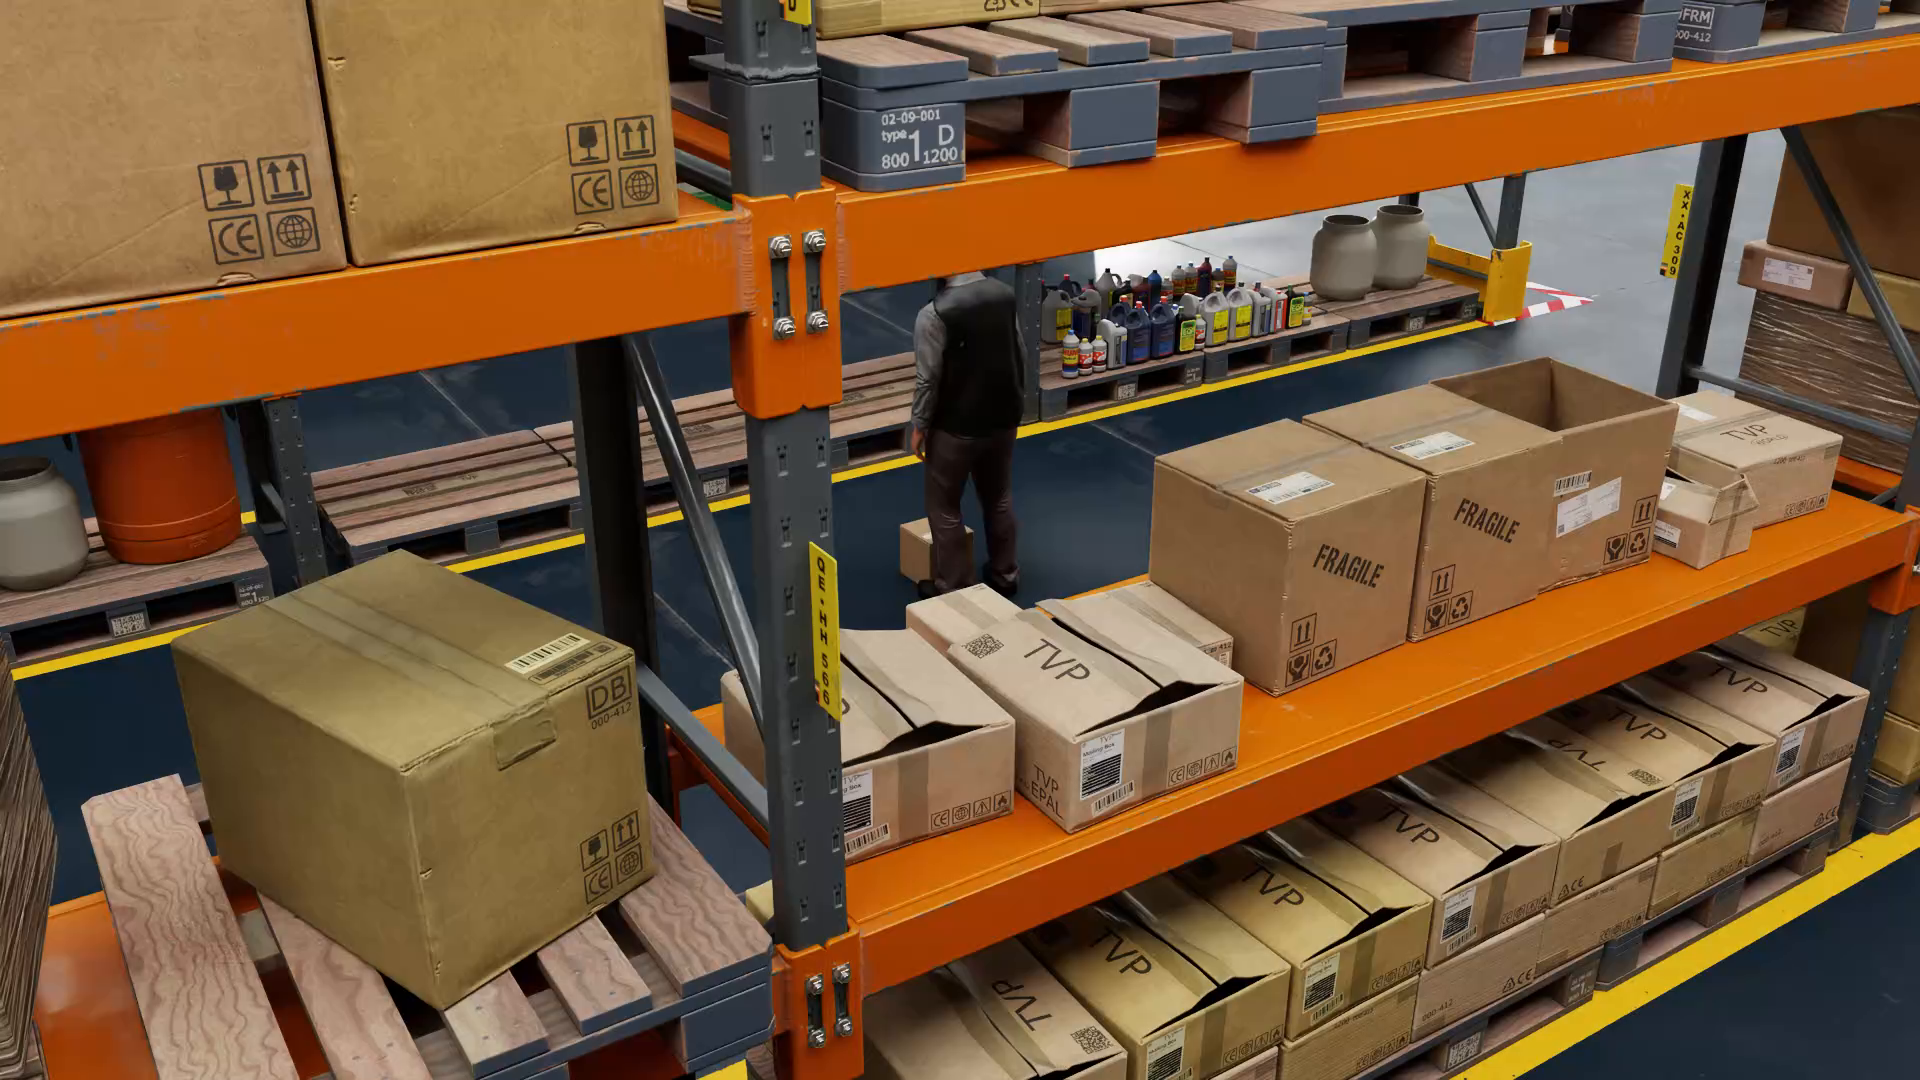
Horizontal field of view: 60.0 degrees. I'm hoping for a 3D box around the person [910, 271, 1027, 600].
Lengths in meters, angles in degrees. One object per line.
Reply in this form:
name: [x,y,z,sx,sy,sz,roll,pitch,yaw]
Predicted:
person: [0.045,-0.511,7.235,0.593,1.720,0.426,-17,30,-33]
